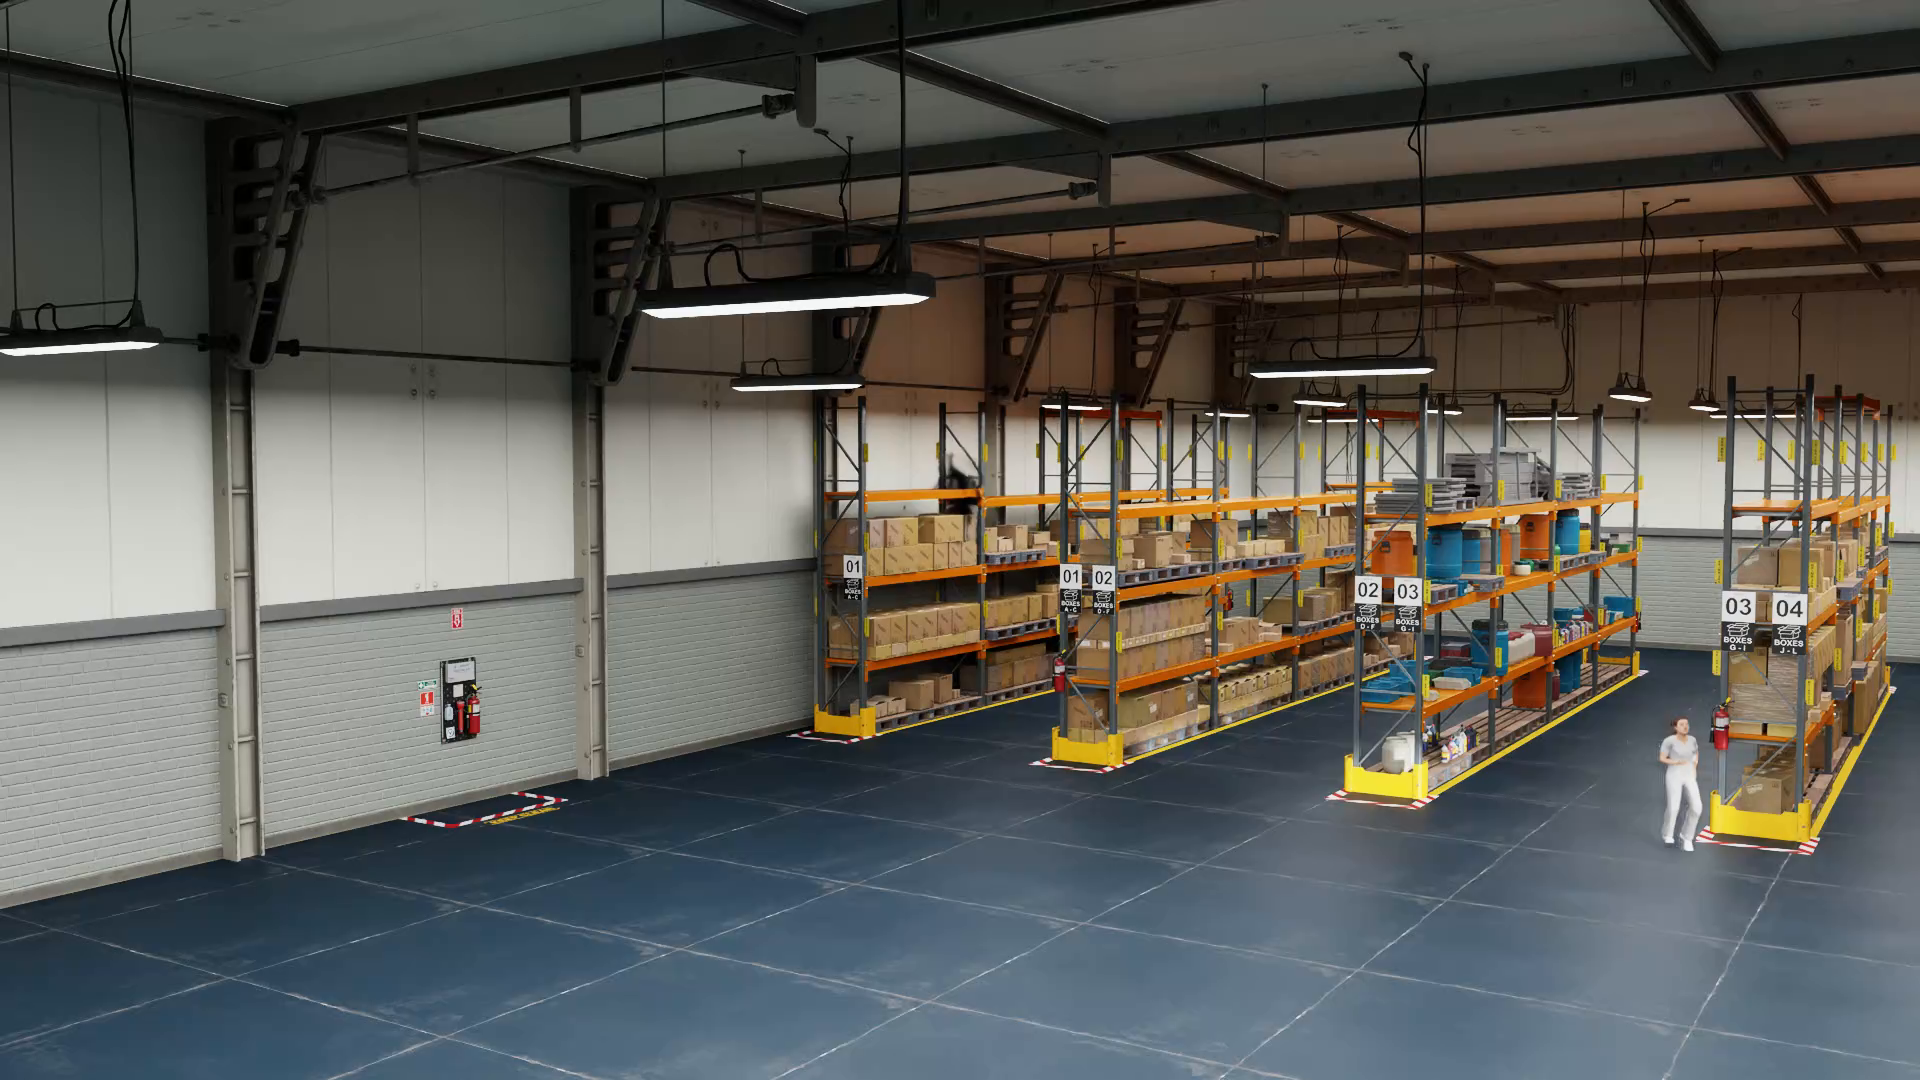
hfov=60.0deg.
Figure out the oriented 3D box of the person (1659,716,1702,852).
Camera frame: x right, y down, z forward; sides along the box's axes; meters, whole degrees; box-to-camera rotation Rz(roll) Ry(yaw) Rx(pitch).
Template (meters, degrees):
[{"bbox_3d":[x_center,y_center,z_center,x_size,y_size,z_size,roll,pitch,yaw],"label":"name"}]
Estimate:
[{"bbox_3d":[9.105,3.071,20.995,0.562,1.713,0.639,0,3,0],"label":"person"}]
